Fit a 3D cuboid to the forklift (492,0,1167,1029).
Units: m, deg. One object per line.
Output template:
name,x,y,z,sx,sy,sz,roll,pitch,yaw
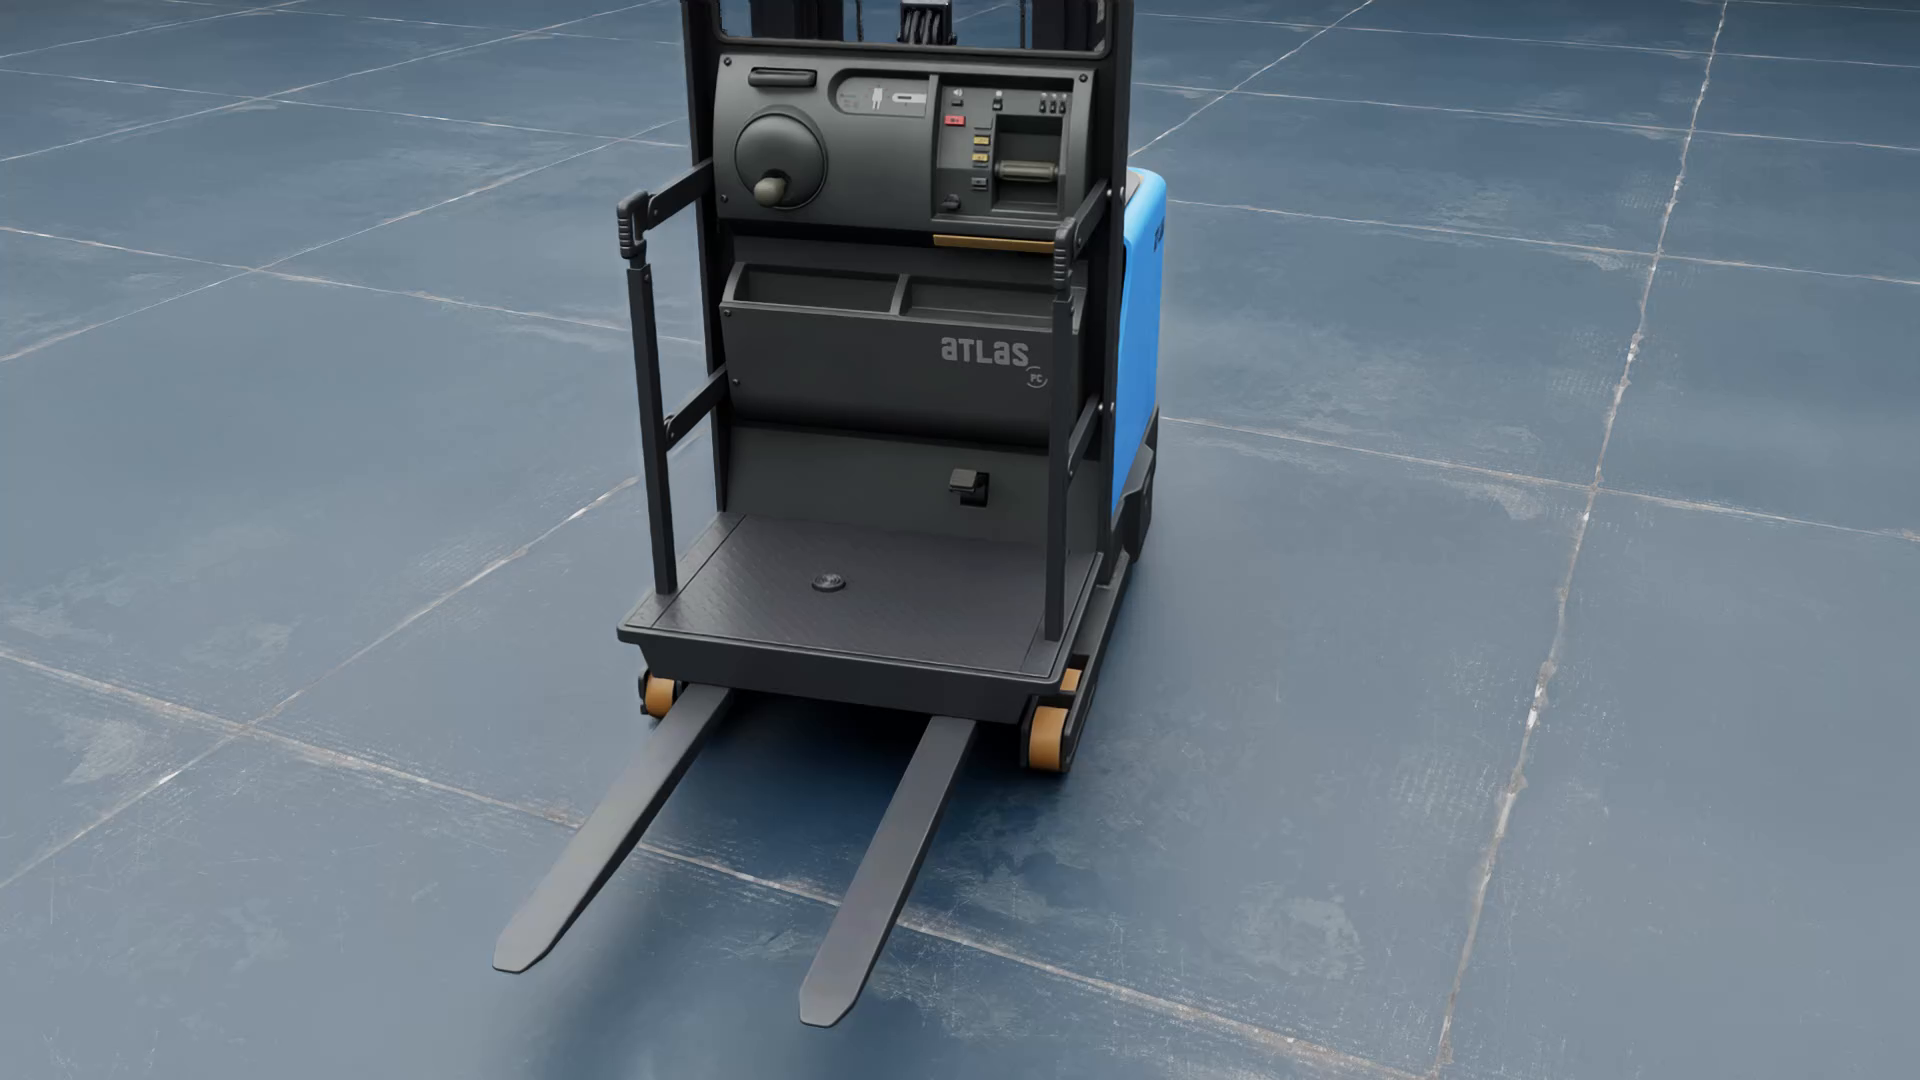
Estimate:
forklift,-0.195,-0.928,3.817,1.130,2.935,3.031,6,27,12
